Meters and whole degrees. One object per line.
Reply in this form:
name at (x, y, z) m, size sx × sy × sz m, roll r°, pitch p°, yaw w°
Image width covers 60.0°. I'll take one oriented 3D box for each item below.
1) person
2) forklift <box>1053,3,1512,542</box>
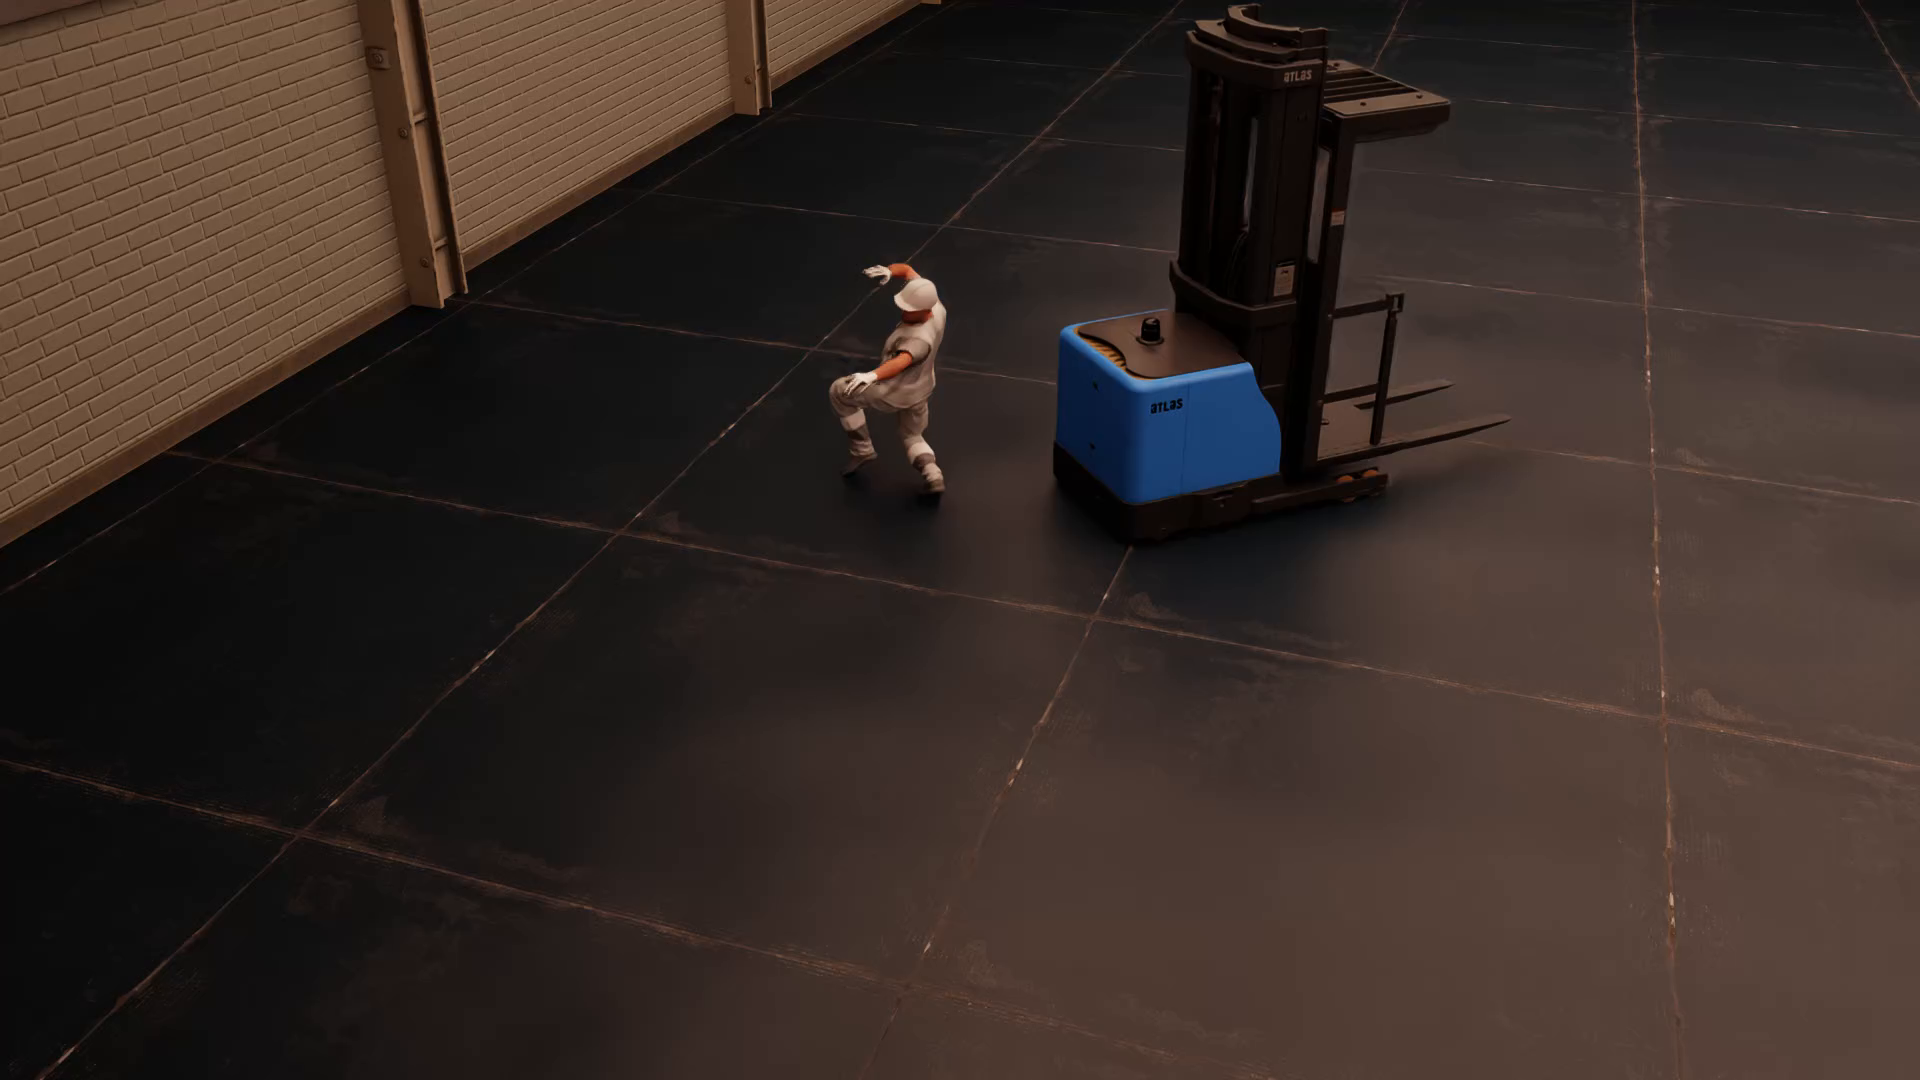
person at (-0.584, -0.909, 10.170) m, size 0.890 × 1.533 × 1.096 m, roll 22°, pitch 36°, yaw 33°
forklift at (2.160, -1.738, 10.185) m, size 3.031 × 2.935 × 1.130 m, roll -12°, pitch 32°, yaw -21°
